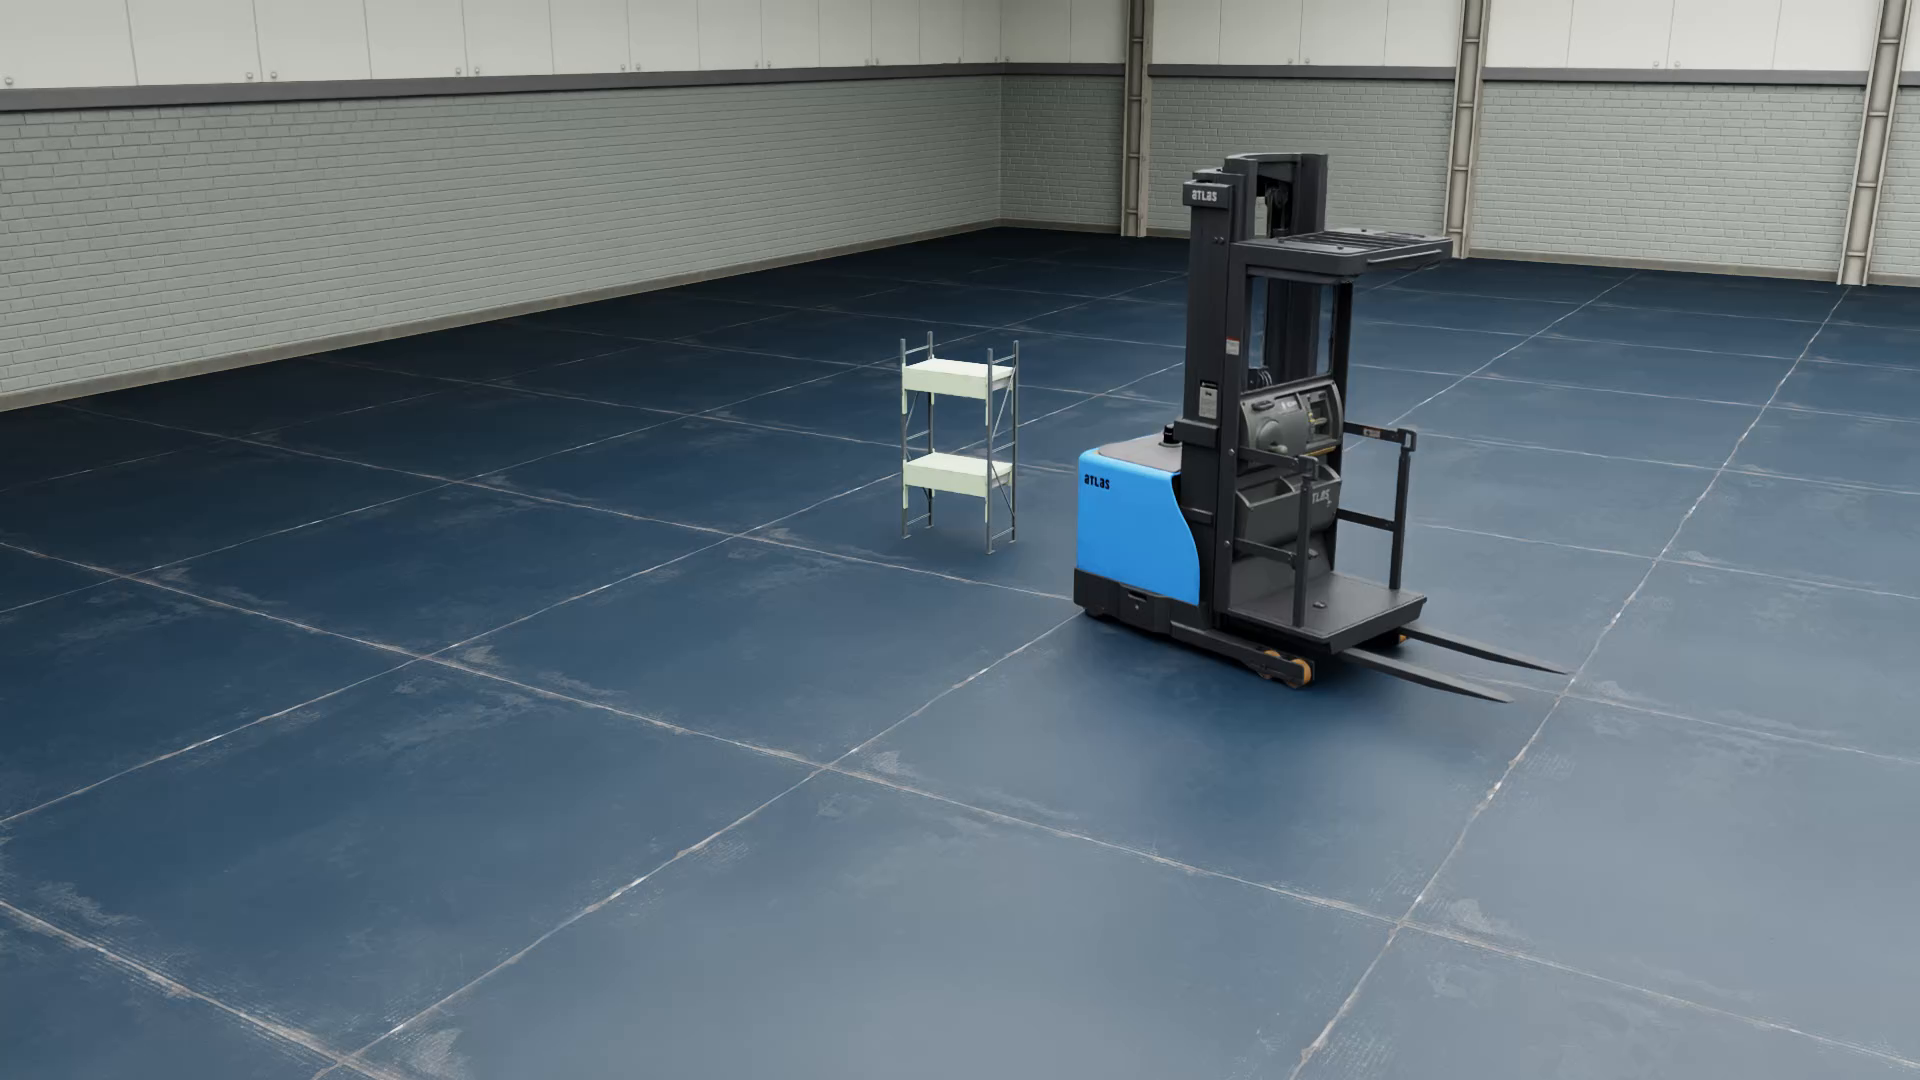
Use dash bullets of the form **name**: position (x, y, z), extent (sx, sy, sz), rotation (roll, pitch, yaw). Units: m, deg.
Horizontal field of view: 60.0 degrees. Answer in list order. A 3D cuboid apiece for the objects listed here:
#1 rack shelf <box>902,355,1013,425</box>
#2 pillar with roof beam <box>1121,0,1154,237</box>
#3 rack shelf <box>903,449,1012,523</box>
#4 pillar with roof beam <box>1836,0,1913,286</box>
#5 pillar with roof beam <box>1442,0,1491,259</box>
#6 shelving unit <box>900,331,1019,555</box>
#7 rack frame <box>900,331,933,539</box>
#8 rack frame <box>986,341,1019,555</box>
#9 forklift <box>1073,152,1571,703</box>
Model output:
- **rack shelf**: position (-0.006, -1.092, 12.053), extent (0.720, 0.370, 0.431), rotation (10, 20, 30)
- **pillar with roof beam**: position (0.998, -8.935, 26.313), extent (0.400, 9.000, 9.100), rotation (10, 20, 30)
- **rack shelf**: position (-0.006, -0.407, 12.261), extent (0.720, 0.370, 0.431), rotation (10, 20, 30)
- **pillar with roof beam**: position (11.224, -7.110, 20.304), extent (0.400, 9.000, 9.100), rotation (10, 20, 30)
- **pillar with roof beam**: position (6.111, -8.022, 23.308), extent (0.400, 9.000, 9.100), rotation (10, 20, 30)
- **shelving unit**: position (-0.006, -0.719, 12.167), extent (0.755, 1.500, 0.431), rotation (10, 20, 30)
- **rack frame**: position (-0.318, -0.774, 12.350), extent (0.023, 1.500, 0.400), rotation (10, 20, 30)
- **rack frame**: position (0.306, -0.663, 11.983), extent (0.023, 1.500, 0.400), rotation (10, 20, 30)
- **forklift**: position (2.111, -0.718, 9.701), extent (1.130, 2.935, 3.031), rotation (-15, 23, -41)
